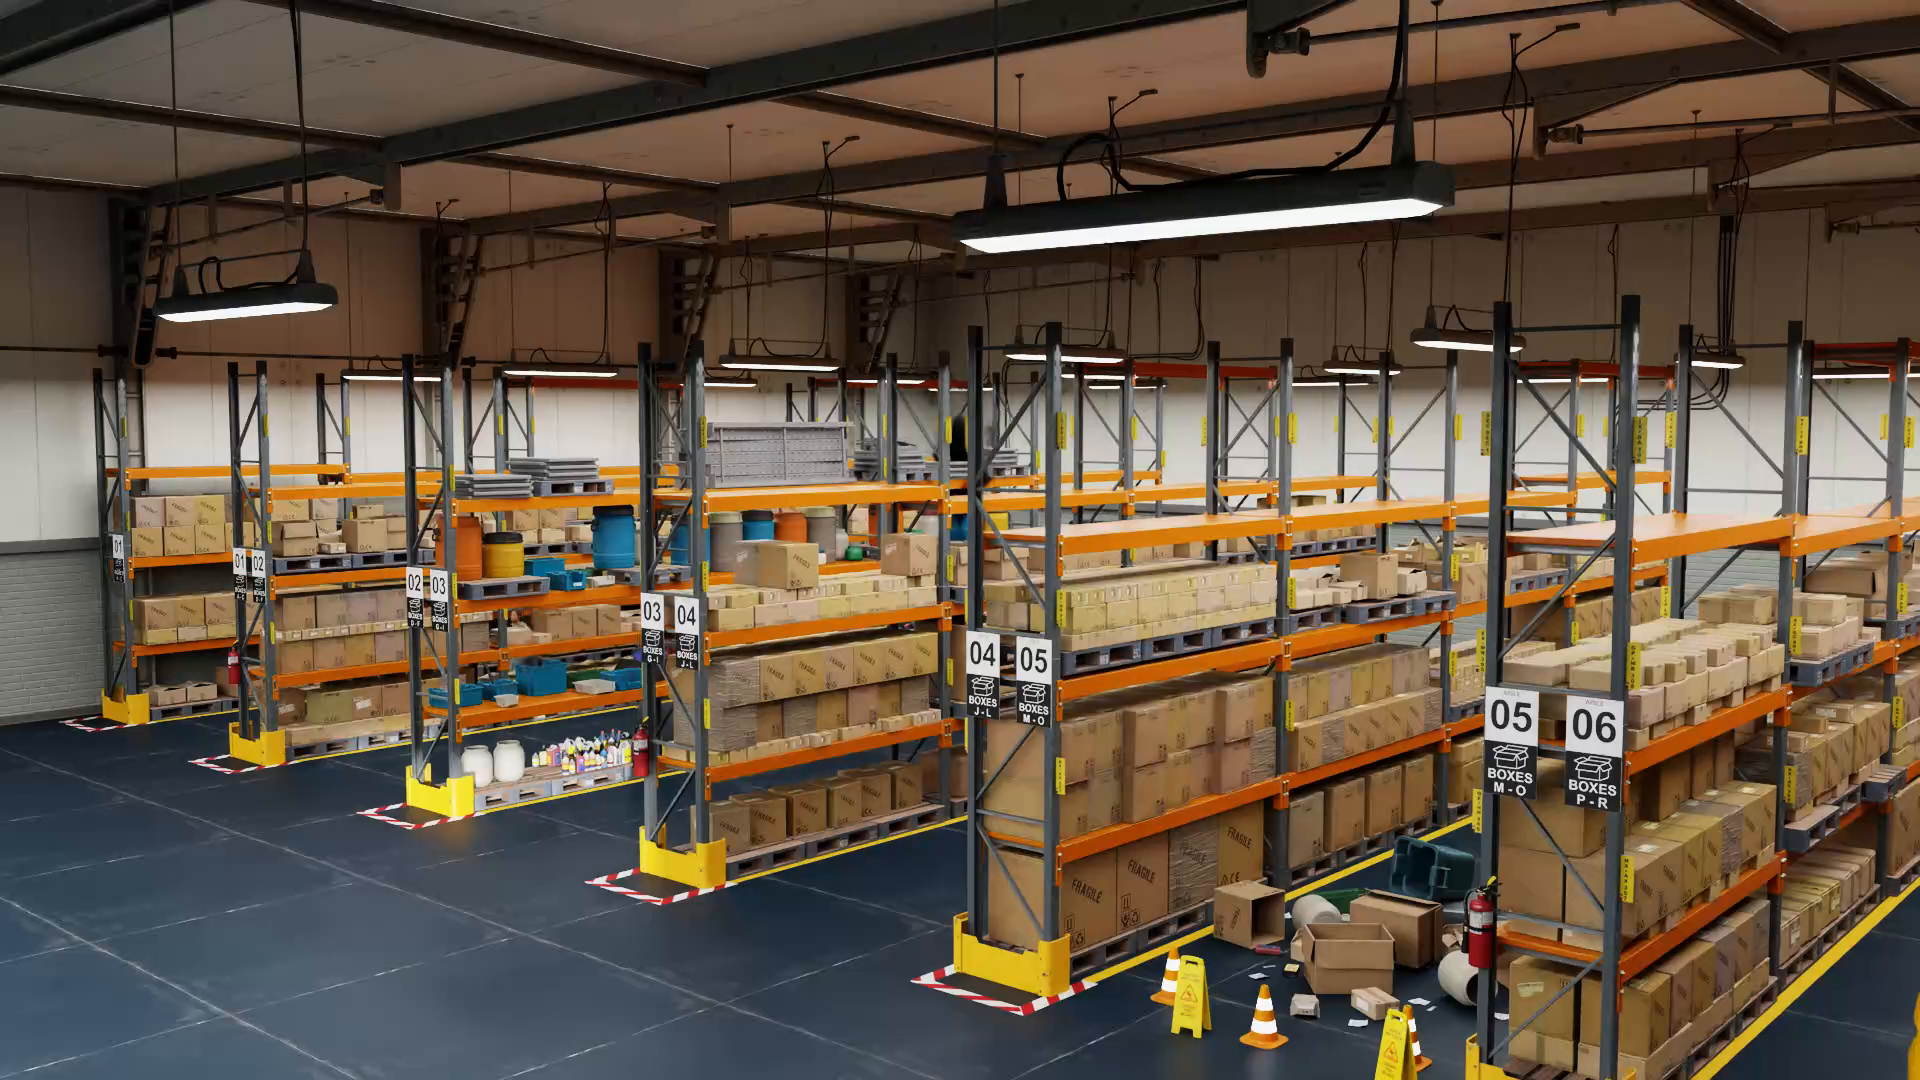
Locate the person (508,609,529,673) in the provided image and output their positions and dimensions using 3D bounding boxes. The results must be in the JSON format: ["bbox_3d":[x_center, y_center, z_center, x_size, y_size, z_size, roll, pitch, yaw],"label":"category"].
[{"bbox_3d":[-8.196,2.083,31.049,0.545,1.619,0.602,3,5,32],"label":"person"}]

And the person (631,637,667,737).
[{"bbox_3d":[-5.053,2.371,26.625,0.581,1.652,0.924,3,5,32],"label":"person"}]
